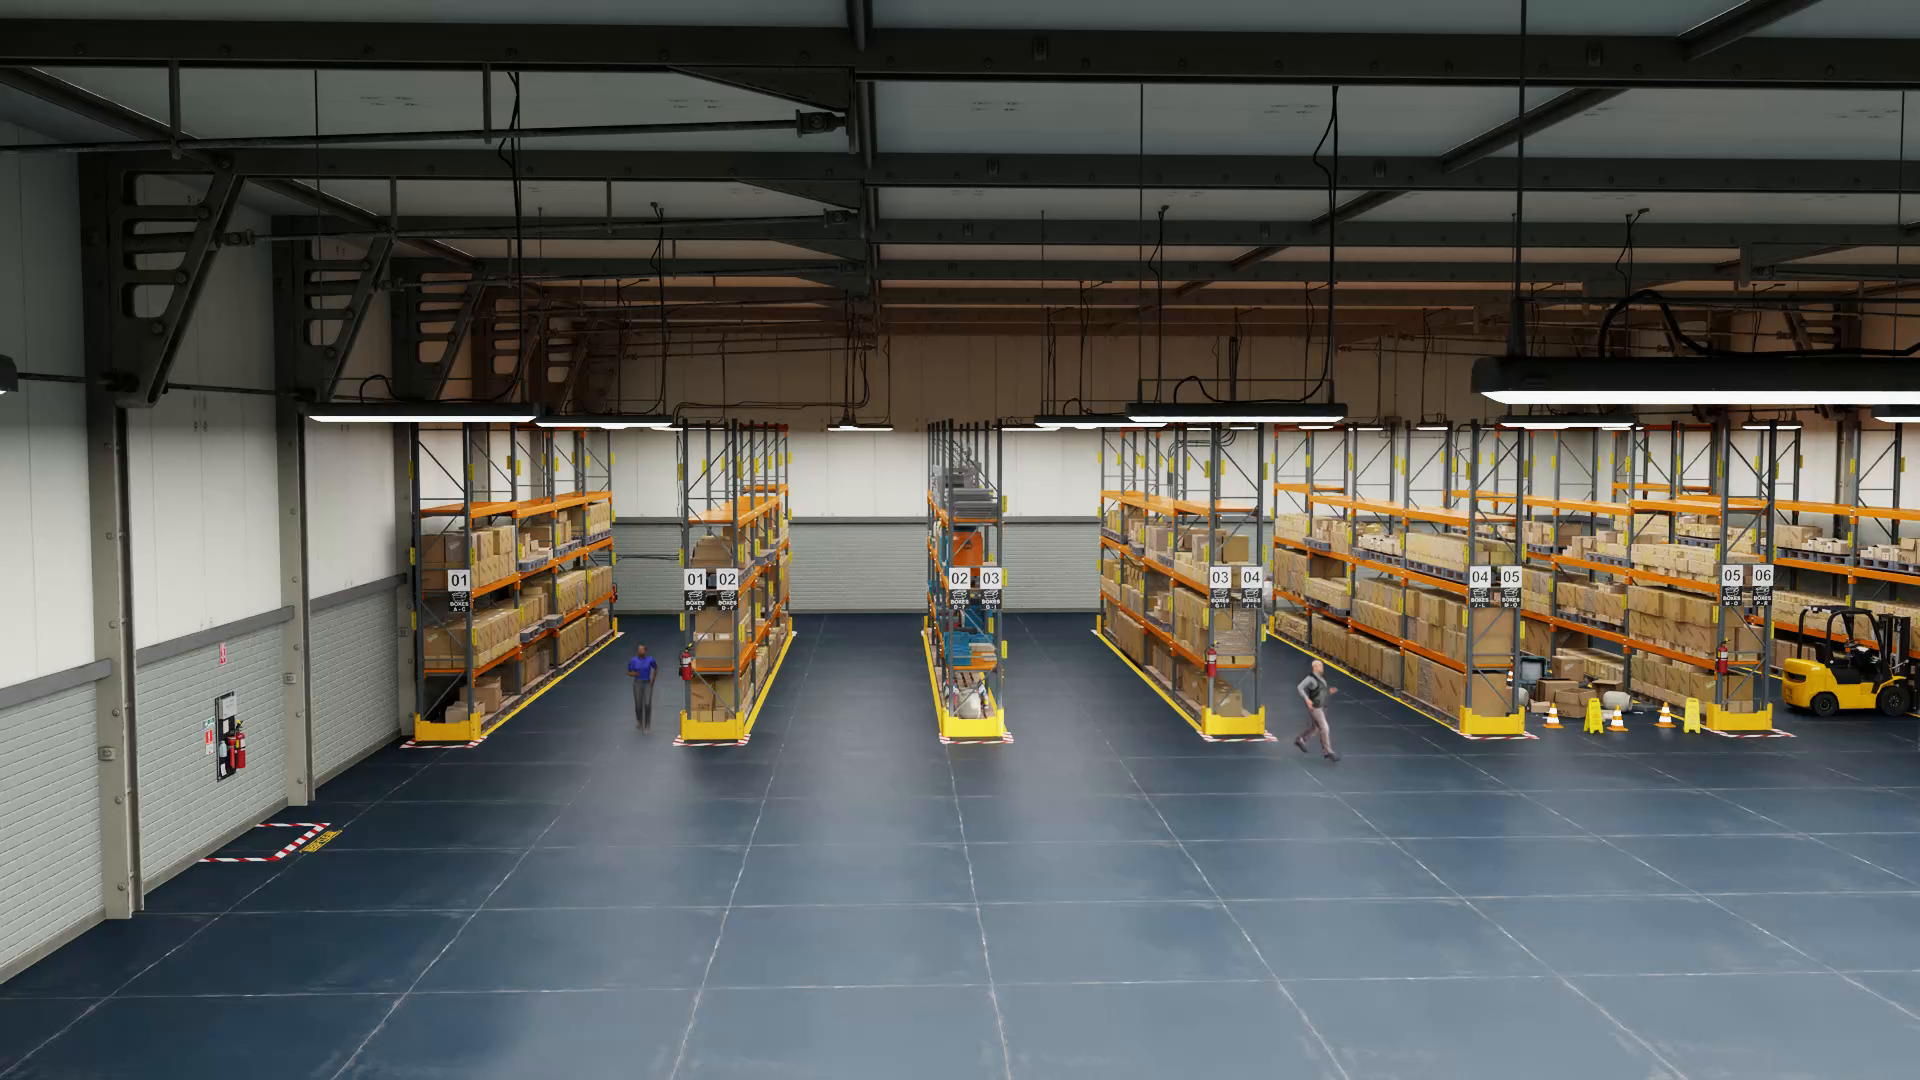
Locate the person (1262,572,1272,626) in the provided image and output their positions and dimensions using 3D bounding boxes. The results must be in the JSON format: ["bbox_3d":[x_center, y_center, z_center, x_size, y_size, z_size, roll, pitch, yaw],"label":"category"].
[{"bbox_3d":[8.951,1.775,49.122,0.551,1.667,0.730,1,4,11],"label":"person"}]

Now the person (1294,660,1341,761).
[{"bbox_3d":[6.278,2.966,29.201,0.955,1.720,0.651,3,5,37],"label":"person"}]

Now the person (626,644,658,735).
[{"bbox_3d":[-6.108,2.859,31.924,0.578,1.697,0.758,0,4,-4],"label":"person"}]
